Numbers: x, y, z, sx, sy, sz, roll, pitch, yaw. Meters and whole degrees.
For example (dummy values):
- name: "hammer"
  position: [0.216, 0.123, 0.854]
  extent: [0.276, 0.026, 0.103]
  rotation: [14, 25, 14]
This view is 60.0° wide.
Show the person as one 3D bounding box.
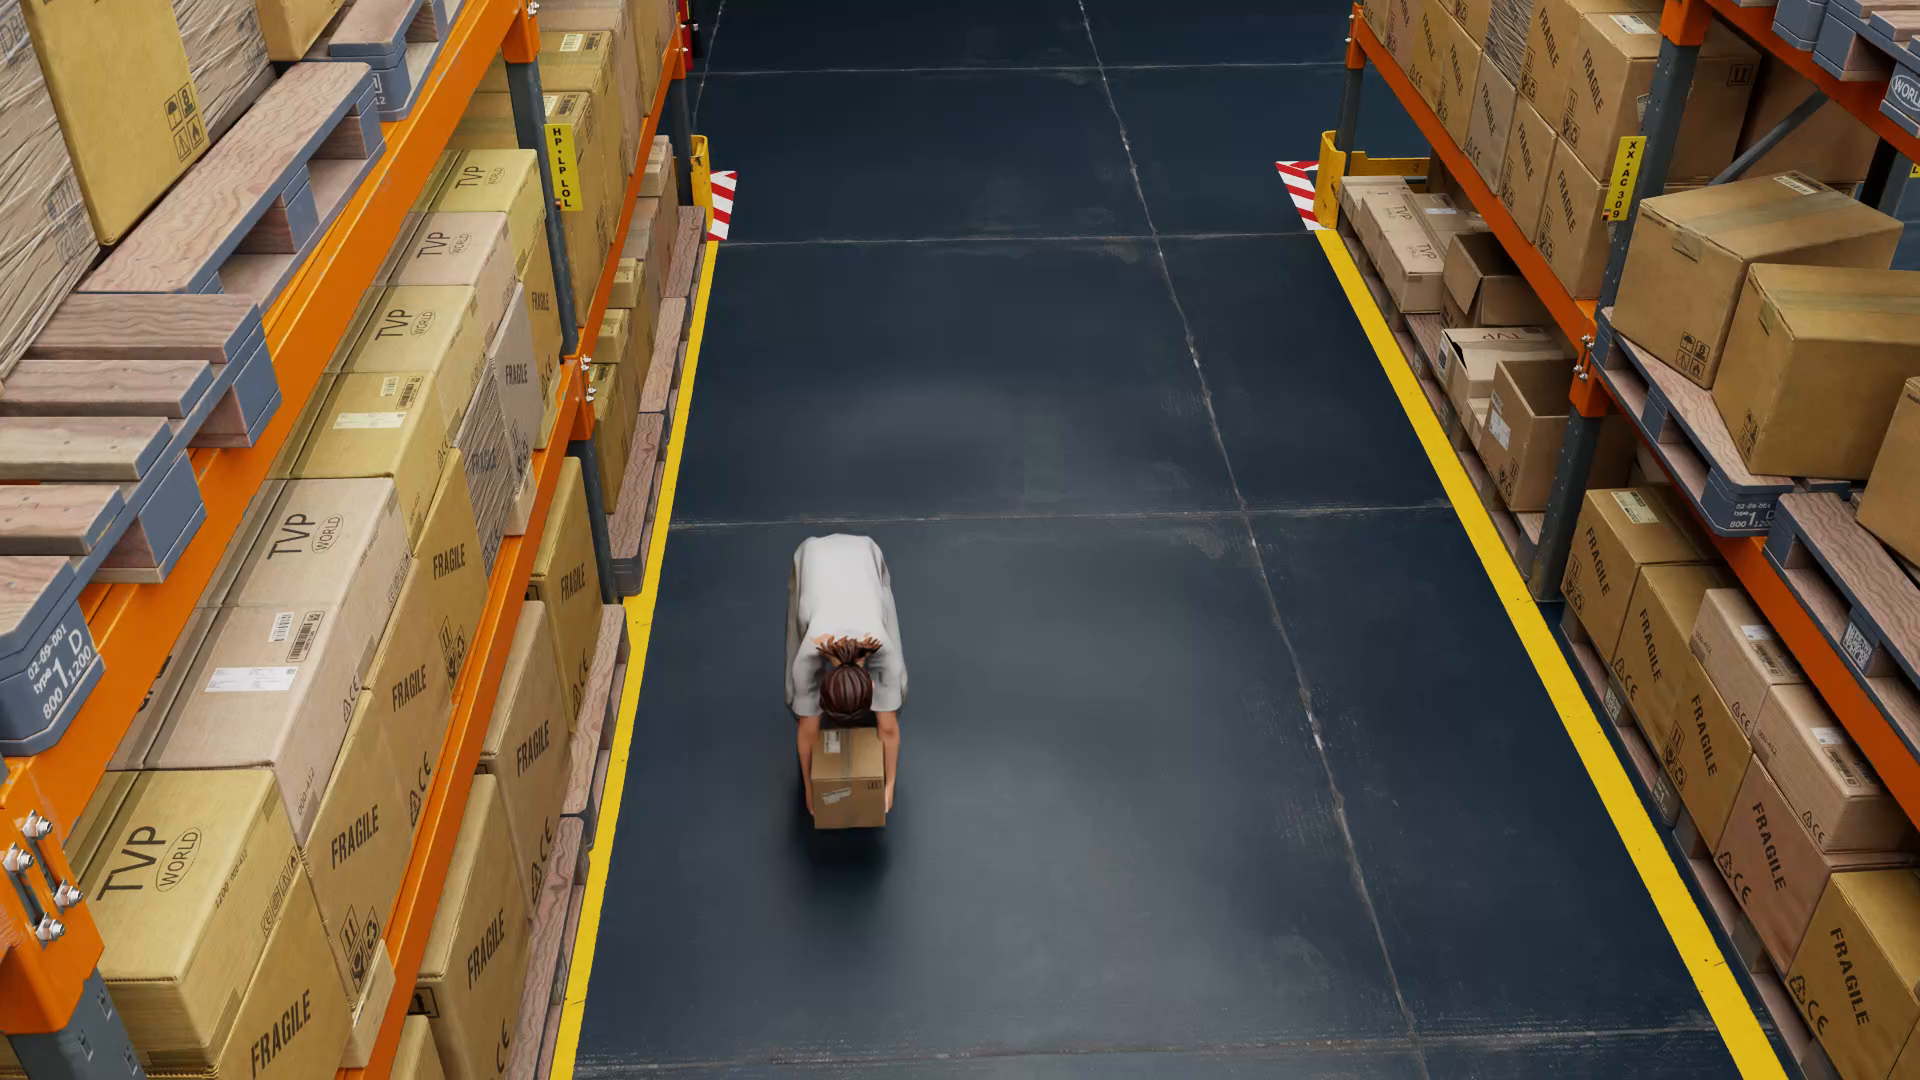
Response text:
- name: "person"
  position: [-0.408, 0.551, 5.965]
  extent: [0.451, 0.986, 0.864]
  rotation: [-3, 35, -4]
